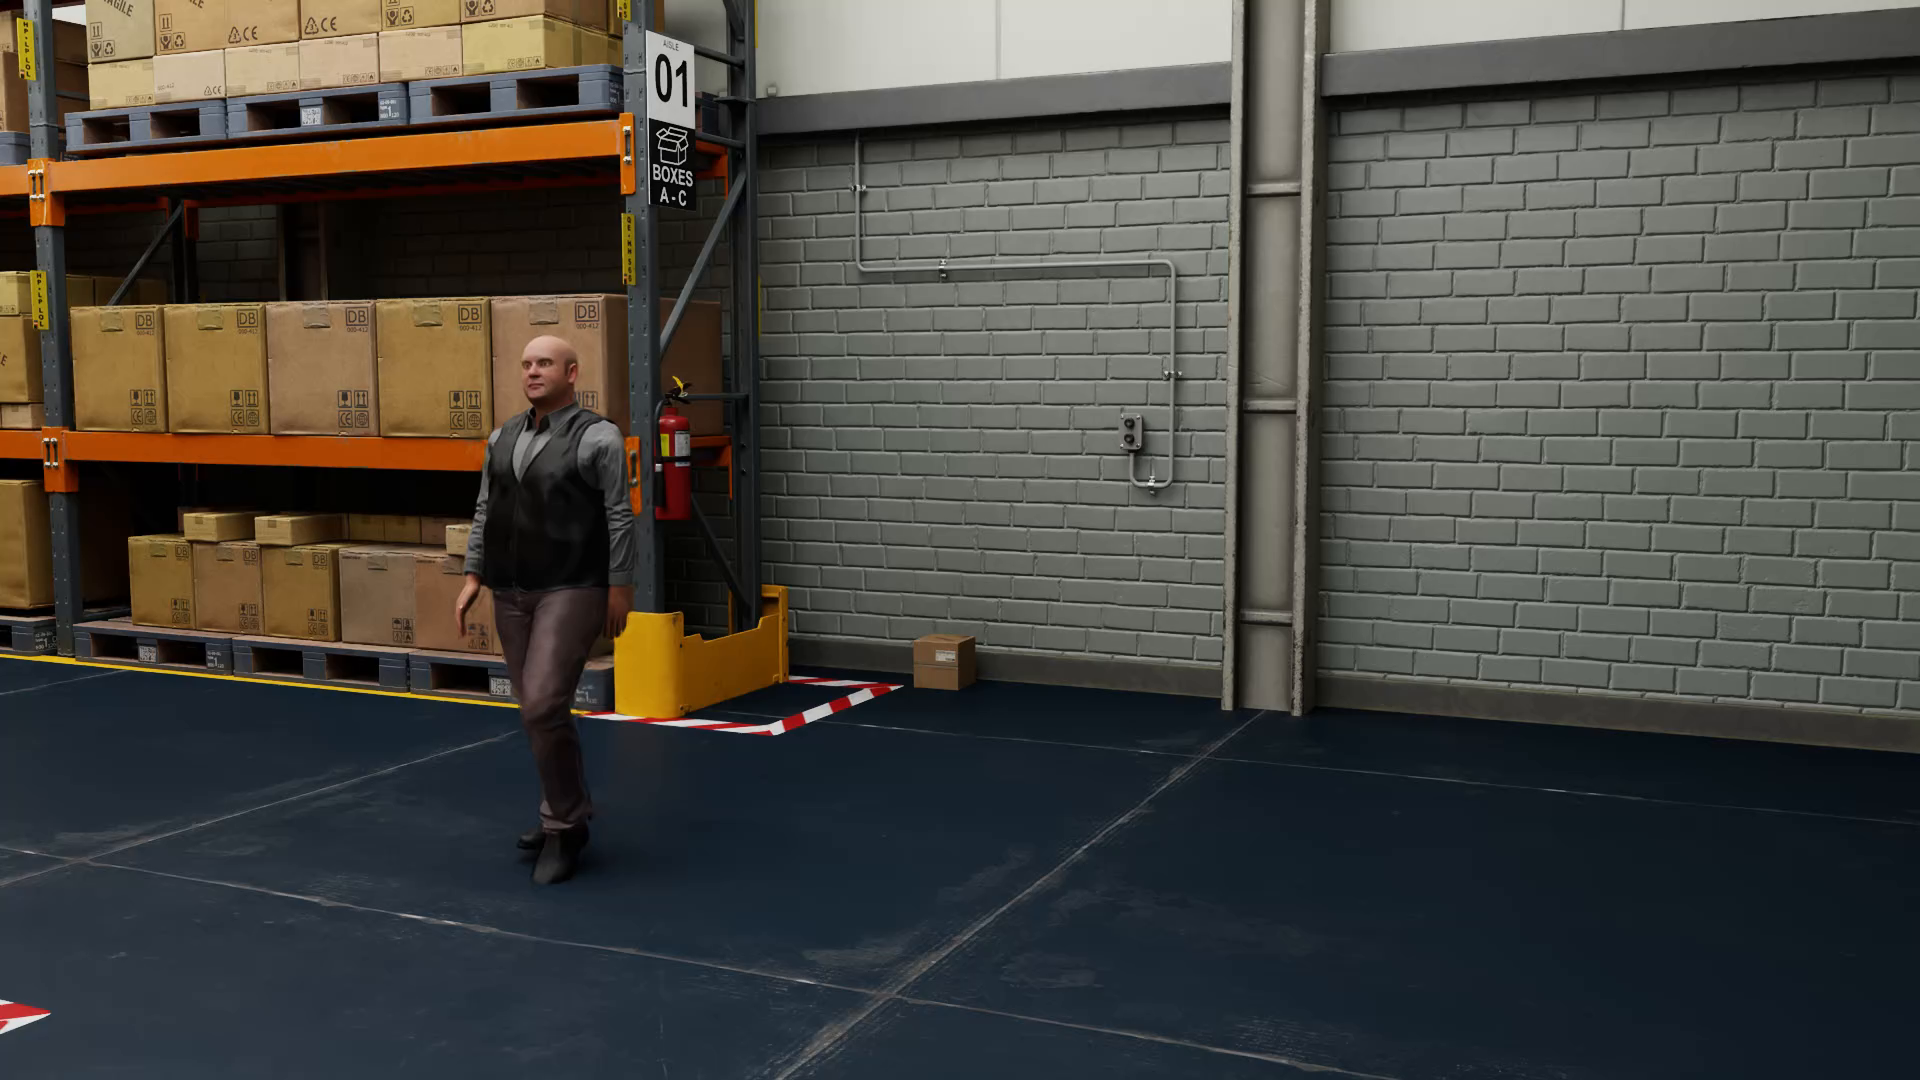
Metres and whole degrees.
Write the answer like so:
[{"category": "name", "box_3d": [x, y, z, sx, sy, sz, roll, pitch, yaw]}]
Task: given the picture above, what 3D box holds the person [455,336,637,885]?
[{"category": "person", "box_3d": [-1.374, 0.222, 5.462, 0.541, 1.777, 0.522, 3, 6, 25]}]
